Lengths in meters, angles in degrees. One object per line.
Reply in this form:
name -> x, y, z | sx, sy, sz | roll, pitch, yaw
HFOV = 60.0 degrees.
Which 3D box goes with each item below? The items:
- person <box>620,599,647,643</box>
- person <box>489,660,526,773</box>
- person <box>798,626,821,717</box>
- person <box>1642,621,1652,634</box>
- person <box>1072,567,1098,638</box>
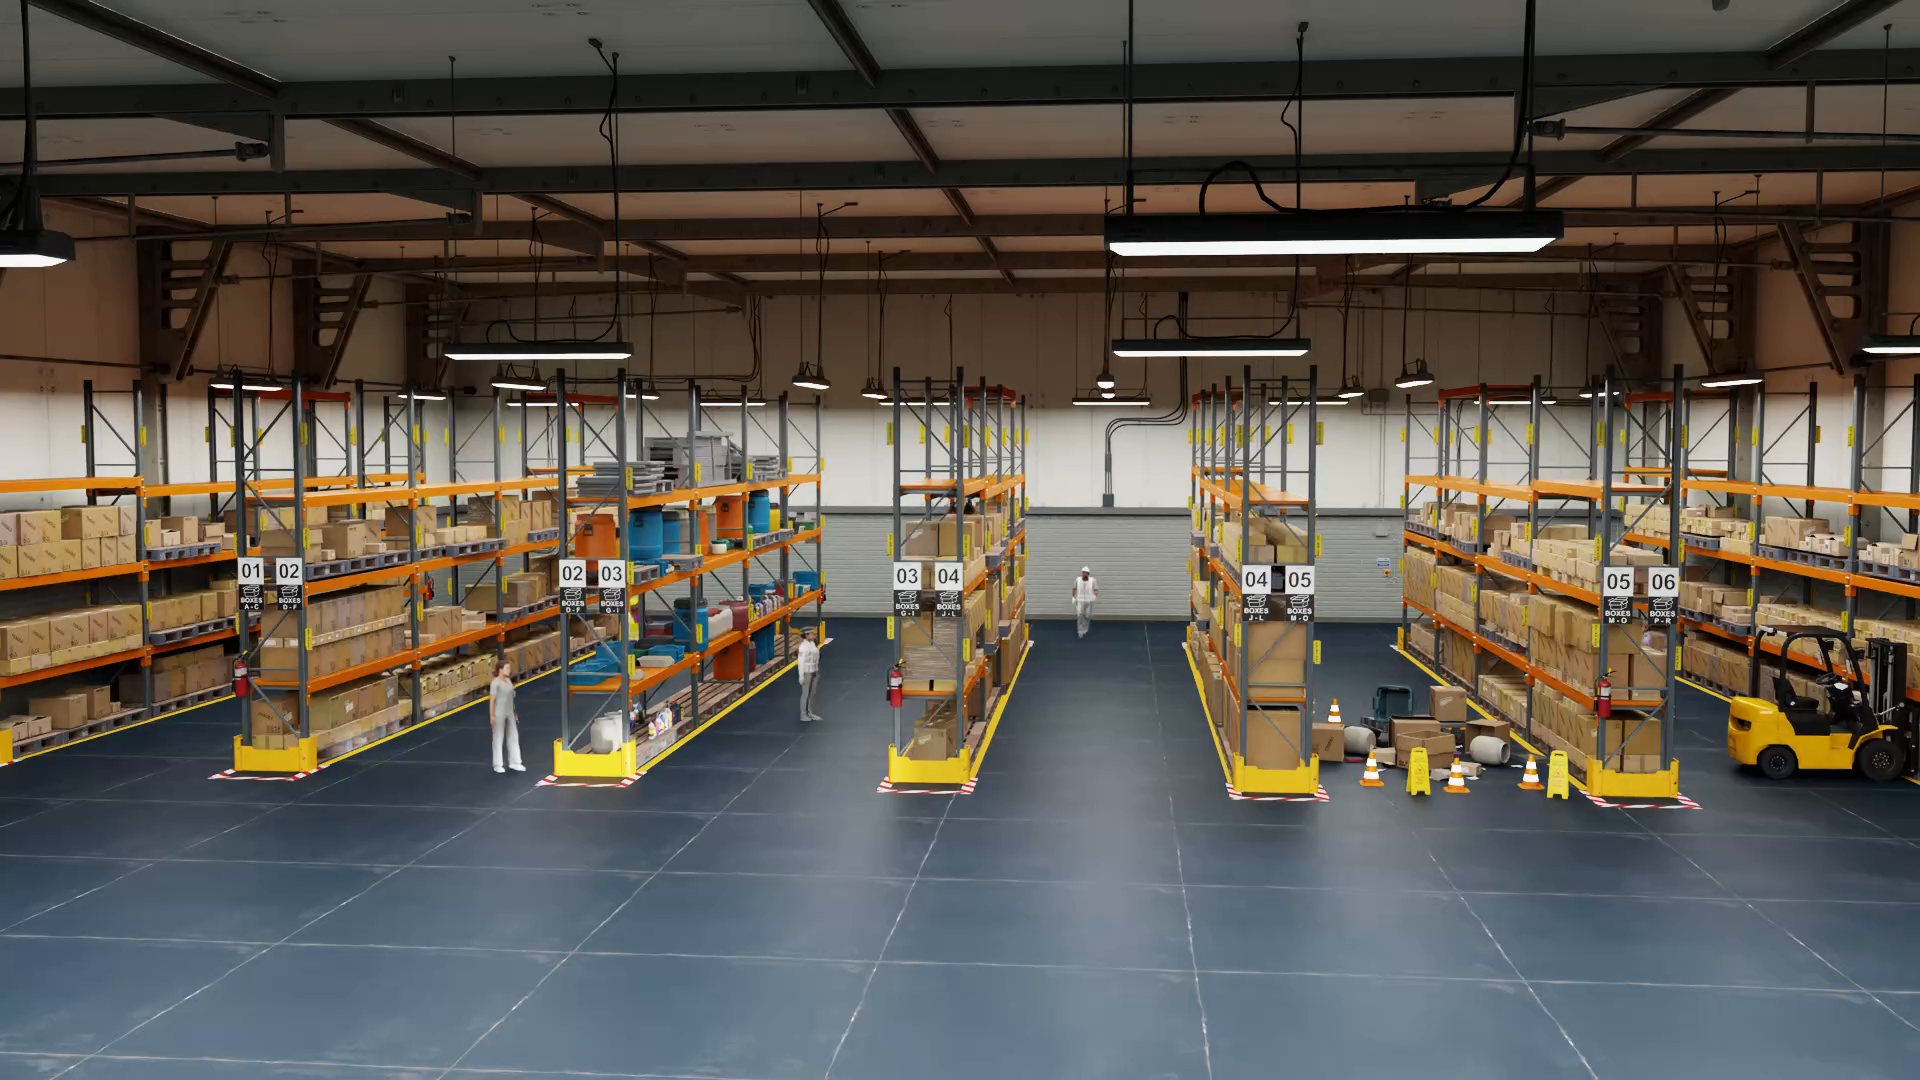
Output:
person -> -6.612, 2.050, 33.624 | 0.497, 1.729, 0.986 | 0, 4, 8
person -> -6.796, 2.643, 24.856 | 0.423, 1.702, 0.516 | 2, 4, 25
person -> -2.648, 2.309, 29.247 | 0.330, 1.619, 0.580 | 2, 4, 24
person -> 12.502, 2.293, 30.326 | 0.535, 1.656, 0.326 | -3, 5, -39
person -> 3.140, 1.572, 41.775 | 0.635, 1.808, 0.878 | 0, 4, 4
